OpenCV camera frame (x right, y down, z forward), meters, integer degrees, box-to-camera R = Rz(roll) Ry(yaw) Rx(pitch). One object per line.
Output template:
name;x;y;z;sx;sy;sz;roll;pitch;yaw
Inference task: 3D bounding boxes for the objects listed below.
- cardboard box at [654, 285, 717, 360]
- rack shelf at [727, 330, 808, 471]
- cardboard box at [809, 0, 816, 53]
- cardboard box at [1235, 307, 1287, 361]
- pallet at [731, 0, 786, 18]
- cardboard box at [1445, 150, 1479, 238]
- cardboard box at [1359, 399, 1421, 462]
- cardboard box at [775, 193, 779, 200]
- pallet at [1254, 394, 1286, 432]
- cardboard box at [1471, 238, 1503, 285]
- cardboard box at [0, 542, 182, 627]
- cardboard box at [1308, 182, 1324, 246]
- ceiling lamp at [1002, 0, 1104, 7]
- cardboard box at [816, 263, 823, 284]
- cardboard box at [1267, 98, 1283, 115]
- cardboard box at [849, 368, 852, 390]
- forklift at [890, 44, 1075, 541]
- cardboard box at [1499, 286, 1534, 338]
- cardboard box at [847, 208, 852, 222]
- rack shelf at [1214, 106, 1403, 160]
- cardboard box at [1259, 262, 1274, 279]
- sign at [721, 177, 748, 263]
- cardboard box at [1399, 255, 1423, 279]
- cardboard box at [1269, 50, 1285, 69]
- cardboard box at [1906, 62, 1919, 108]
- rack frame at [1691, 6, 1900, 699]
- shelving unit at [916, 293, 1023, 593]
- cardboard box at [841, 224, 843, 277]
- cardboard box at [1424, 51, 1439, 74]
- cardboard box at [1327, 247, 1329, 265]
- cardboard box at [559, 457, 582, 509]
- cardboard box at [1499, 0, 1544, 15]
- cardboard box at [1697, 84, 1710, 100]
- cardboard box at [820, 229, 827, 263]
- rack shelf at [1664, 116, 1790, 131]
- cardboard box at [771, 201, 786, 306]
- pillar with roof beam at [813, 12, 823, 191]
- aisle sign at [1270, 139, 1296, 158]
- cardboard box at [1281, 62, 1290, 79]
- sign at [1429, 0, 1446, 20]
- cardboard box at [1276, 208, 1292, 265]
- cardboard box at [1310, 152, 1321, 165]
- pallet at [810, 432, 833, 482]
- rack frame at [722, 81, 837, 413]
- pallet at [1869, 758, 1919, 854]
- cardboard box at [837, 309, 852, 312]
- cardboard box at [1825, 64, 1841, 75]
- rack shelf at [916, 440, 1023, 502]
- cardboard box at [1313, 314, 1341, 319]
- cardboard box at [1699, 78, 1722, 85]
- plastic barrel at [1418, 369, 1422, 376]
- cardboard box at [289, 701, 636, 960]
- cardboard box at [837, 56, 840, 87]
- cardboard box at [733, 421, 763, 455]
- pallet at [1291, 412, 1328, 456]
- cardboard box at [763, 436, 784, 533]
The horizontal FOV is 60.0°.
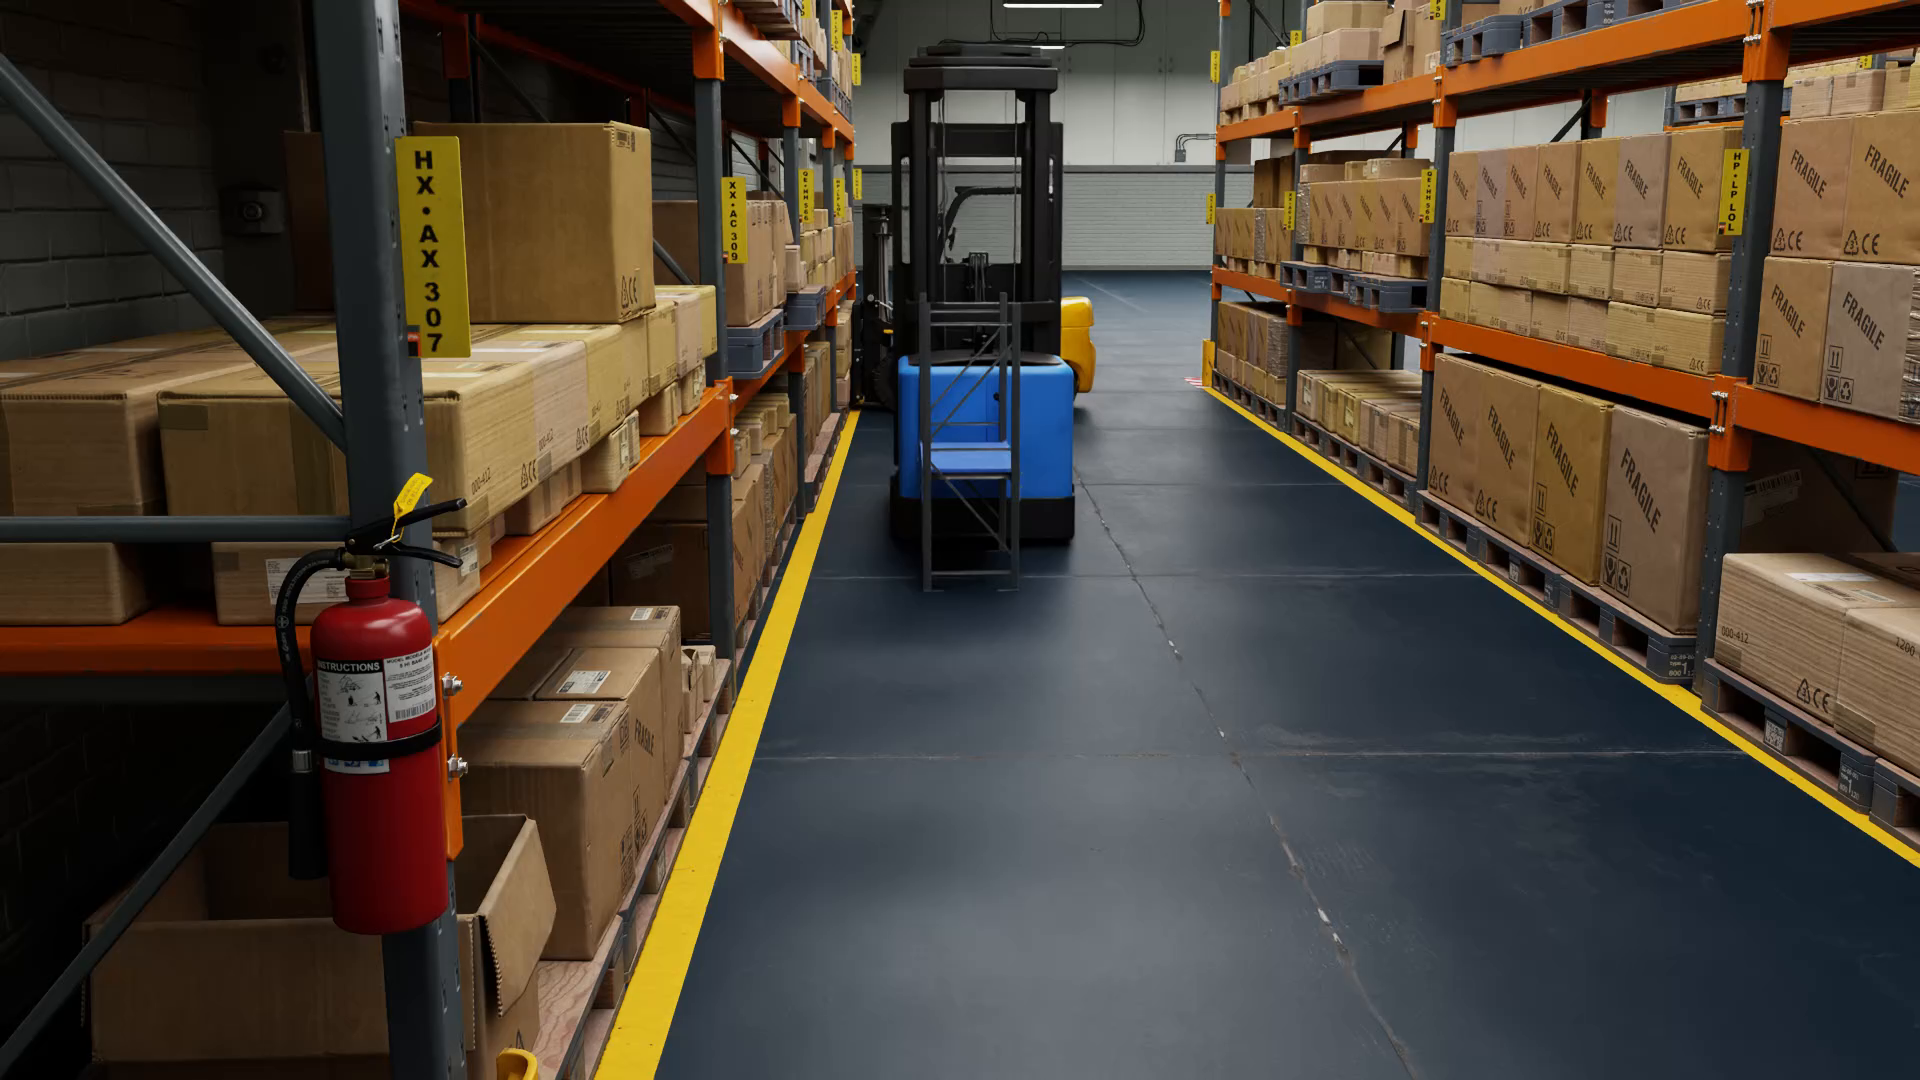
cardboard box;-1.161;-0.776;5.969;0.500;0.250;0.500;0;11;0
rack shelf;-1.456;-0.849;8.509;1.077;0.370;4.000;0;11;-1
cardboard box;-1.290;-3.720;11.749;0.500;0.500;0.500;0;11;0
cardboard box;3.058;-2.066;16.673;0.500;0.500;0.500;0;11;0
pallet;-1.358;-2.312;6.838;1.213;0.211;1.003;0;11;-1
cardboard box;3.231;-2.060;9.903;0.500;0.500;0.500;-1;11;-3
cardboard box;3.440;-0.797;11.997;0.950;0.372;0.625;0;11;-2
cardboard box;-1.883;-3.224;15.774;0.380;0.149;0.250;0;11;-2
pallet;3.333;-1.182;15.355;1.003;0.211;1.213;0;11;-1
cardboard box;3.238;-1.587;9.458;0.500;0.250;0.500;0;11;0
cardboard box;-1.608;0.050;2.902;0.380;0.149;0.250;0;11;-2
cardboard box;3.116;-2.622;13.383;0.500;0.500;0.500;0;11;-1
ceiling lamp;1.847;-12.252;33.137;2.000;3.185;0.800;0;11;-1
cardboard box;-1.295;-1.920;12.357;0.500;0.250;0.500;0;11;1
cardboard box;3.064;-4.028;15.459;0.380;0.149;0.250;0;11;0
cardboard box;-1.311;-1.553;16.029;0.500;0.250;0.500;0;11;0
forklift;0.098;-1.673;10.934;1.130;2.935;3.031;0;11;-2
cardboard box;3.257;-1.242;9.014;0.500;0.250;0.500;0;11;1
cardboard box;-1.341;-3.438;17.577;0.380;0.149;0.250;0;11;0
rack shelf;3.341;-3.930;16.153;1.077;0.370;4.000;0;11;-1
cardboard box;3.047;-2.557;15.749;0.380;0.149;0.250;0;11;-2
sign;-0.873;-1.232;6.410;0.100;0.325;0.005;0;11;-1
cardboard box;3.145;-1.820;11.062;0.380;0.149;0.250;0;11;0
cardboard box;3.023;-4.370;15.135;0.380;0.149;0.250;0;11;1
cardboard box;3.307;-1.467;5.348;0.380;0.149;0.250;0;11;-2
rack frame;3.548;-0.825;6.582;1.000;3.000;0.127;0;11;-1
shelving unit;0.038;-0.563;9.060;0.538;1.500;1.048;0;11;-2
cardboard box;-1.367;-2.737;15.752;0.500;0.500;0.500;0;11;-2
cardboard box;3.235;-3.078;10.775;0.380;0.149;0.250;0;11;-1
cardboard box;3.156;-2.281;13.334;0.380;0.149;0.250;1;11;2
cardboard box;-1.112;-0.158;3.925;0.380;0.149;0.250;0;11;0
cardboard box;3.624;-3.272;9.784;0.797;0.503;0.637;-1;12;-5
cardboard box;7.944;-4.683;17.376;0.380;0.149;0.250;0;11;-1
cardboard box;-1.292;-2.265;12.800;0.500;0.250;0.500;0;11;0
rack shelf;8.288;-3.971;16.352;1.077;0.370;4.000;0;11;-1
cardboard box;-1.228;-1.415;8.181;0.700;0.500;0.500;0;11;-1
pillar with roof beam;1.382;-9.583;34.662;9.100;9.000;0.548;0;11;-1
aisle sign;3.588;-4.498;18.148;0.394;0.787;0.004;0;11;-1
cardboard box;3.104;-4.045;14.536;0.500;0.250;0.500;0;11;-2
sign;2.922;-3.342;10.142;0.100;0.325;0.005;0;11;-1
cardboard box;3.124;-2.697;14.811;0.500;0.500;0.500;-1;11;-3
cardboard box;3.601;-3.290;15.218;0.700;0.500;0.500;0;11;-1
pallet;-1.498;-0.638;12.674;1.003;0.211;1.213;0;11;-1
rack frame;-1.580;-2.394;14.316;1.000;3.000;0.127;0;11;-1
pallet;3.513;0.936;4.914;1.003;0.211;1.213;0;11;-1
cardboard box;-1.302;-2.145;16.432;0.500;0.250;0.500;0;11;-2
cardboard box;7.997;-4.179;14.892;0.380;0.149;0.250;0;11;0
rack shelf;0.038;-0.386;9.096;0.538;0.185;1.000;0;11;-2
cardboard box;3.617;-1.866;15.685;0.500;0.500;0.500;0;11;1
cardboard box;8.012;-4.850;17.199;0.500;0.250;0.500;0;11;-2
plastic barrel;4.856;-1.543;16.602;0.512;0.421;0.421;9;15;38
cardboard box;-1.229;0.718;4.204;0.700;0.500;0.500;0;11;1
cardboard box;-1.307;-4.349;15.440;0.396;0.266;0.258;-1;11;-2
cardboard box;-1.235;-0.537;8.760;0.380;0.149;0.250;-1;11;-4
pallet;3.400;-0.894;13.935;1.003;0.211;1.213;0;11;-1
cardboard box;-1.261;-0.293;9.190;0.500;0.500;0.500;0;11;1
